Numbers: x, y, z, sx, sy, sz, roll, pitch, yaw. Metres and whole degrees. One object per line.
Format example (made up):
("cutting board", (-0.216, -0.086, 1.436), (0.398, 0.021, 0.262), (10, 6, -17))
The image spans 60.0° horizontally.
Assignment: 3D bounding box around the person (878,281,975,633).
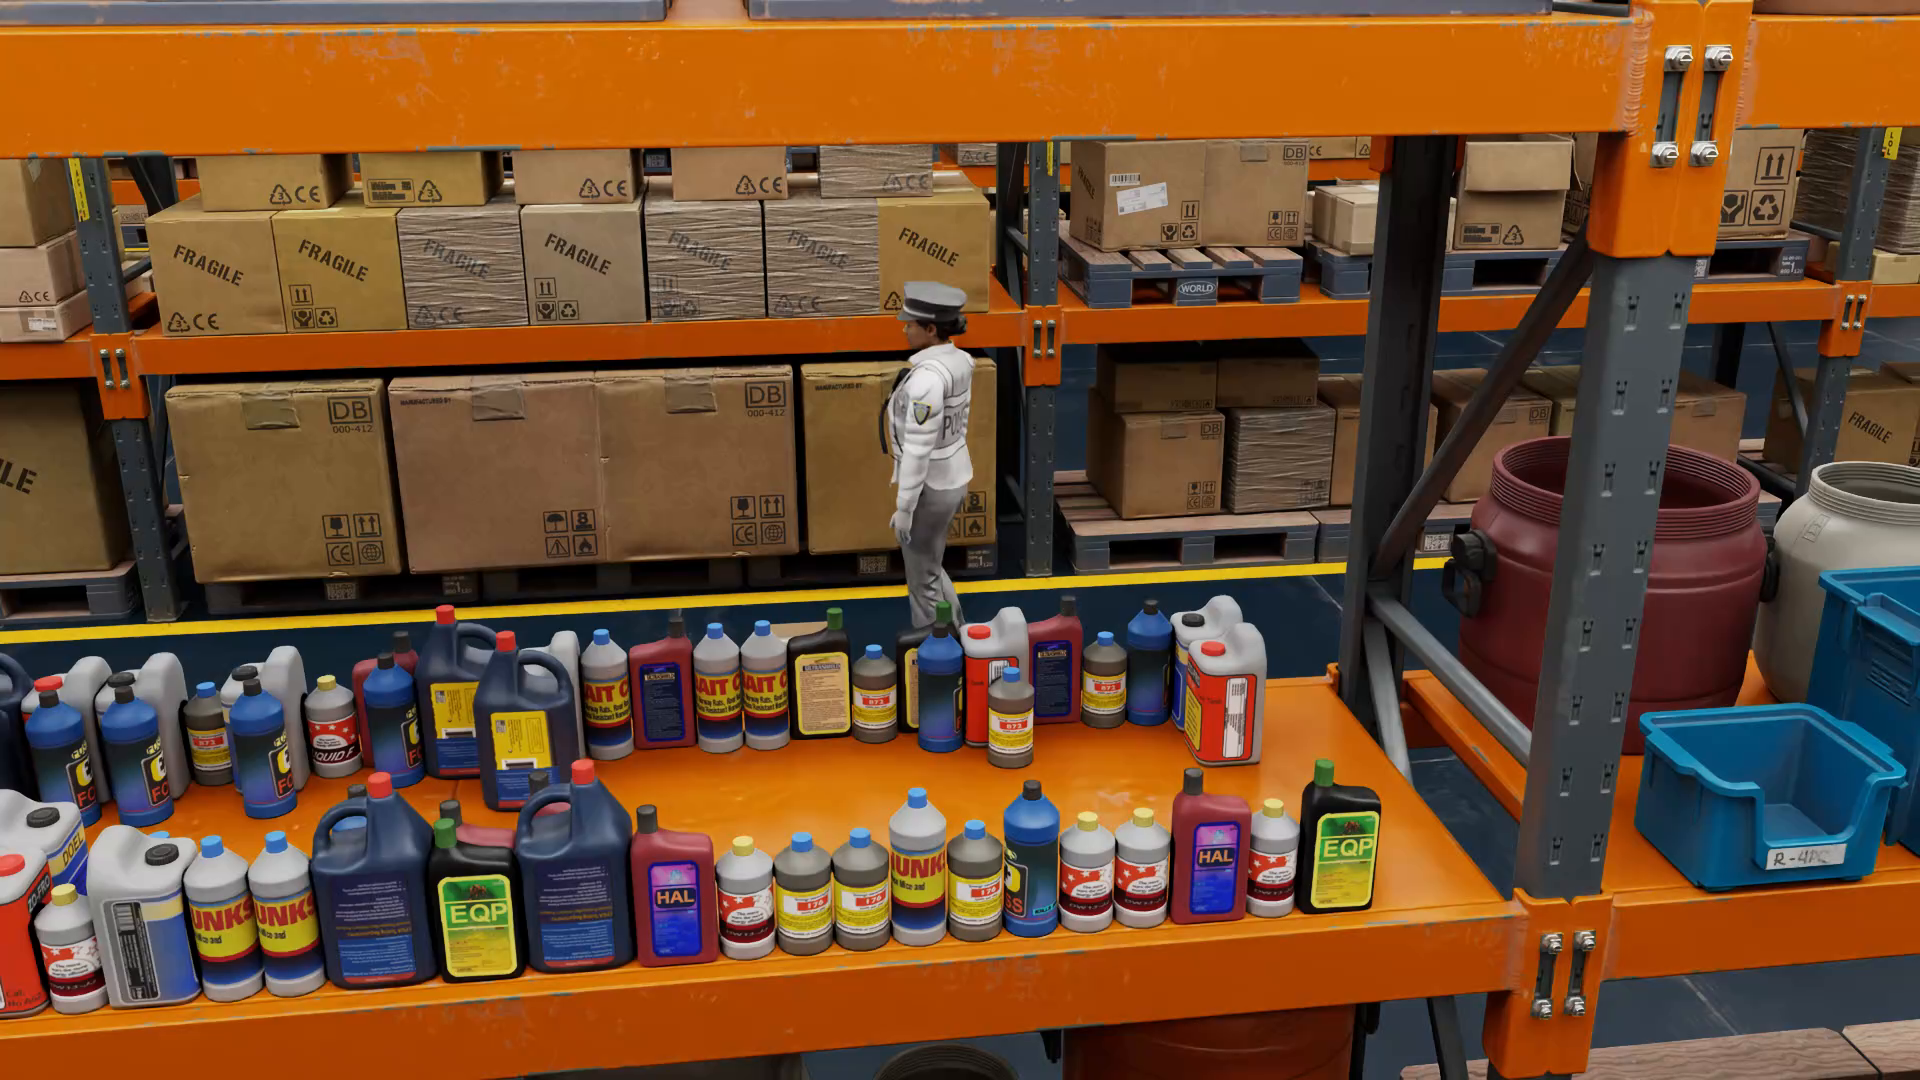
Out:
("person", (-0.136, -0.180, 6.554), (0.372, 1.696, 0.551), (6, 21, 16))
